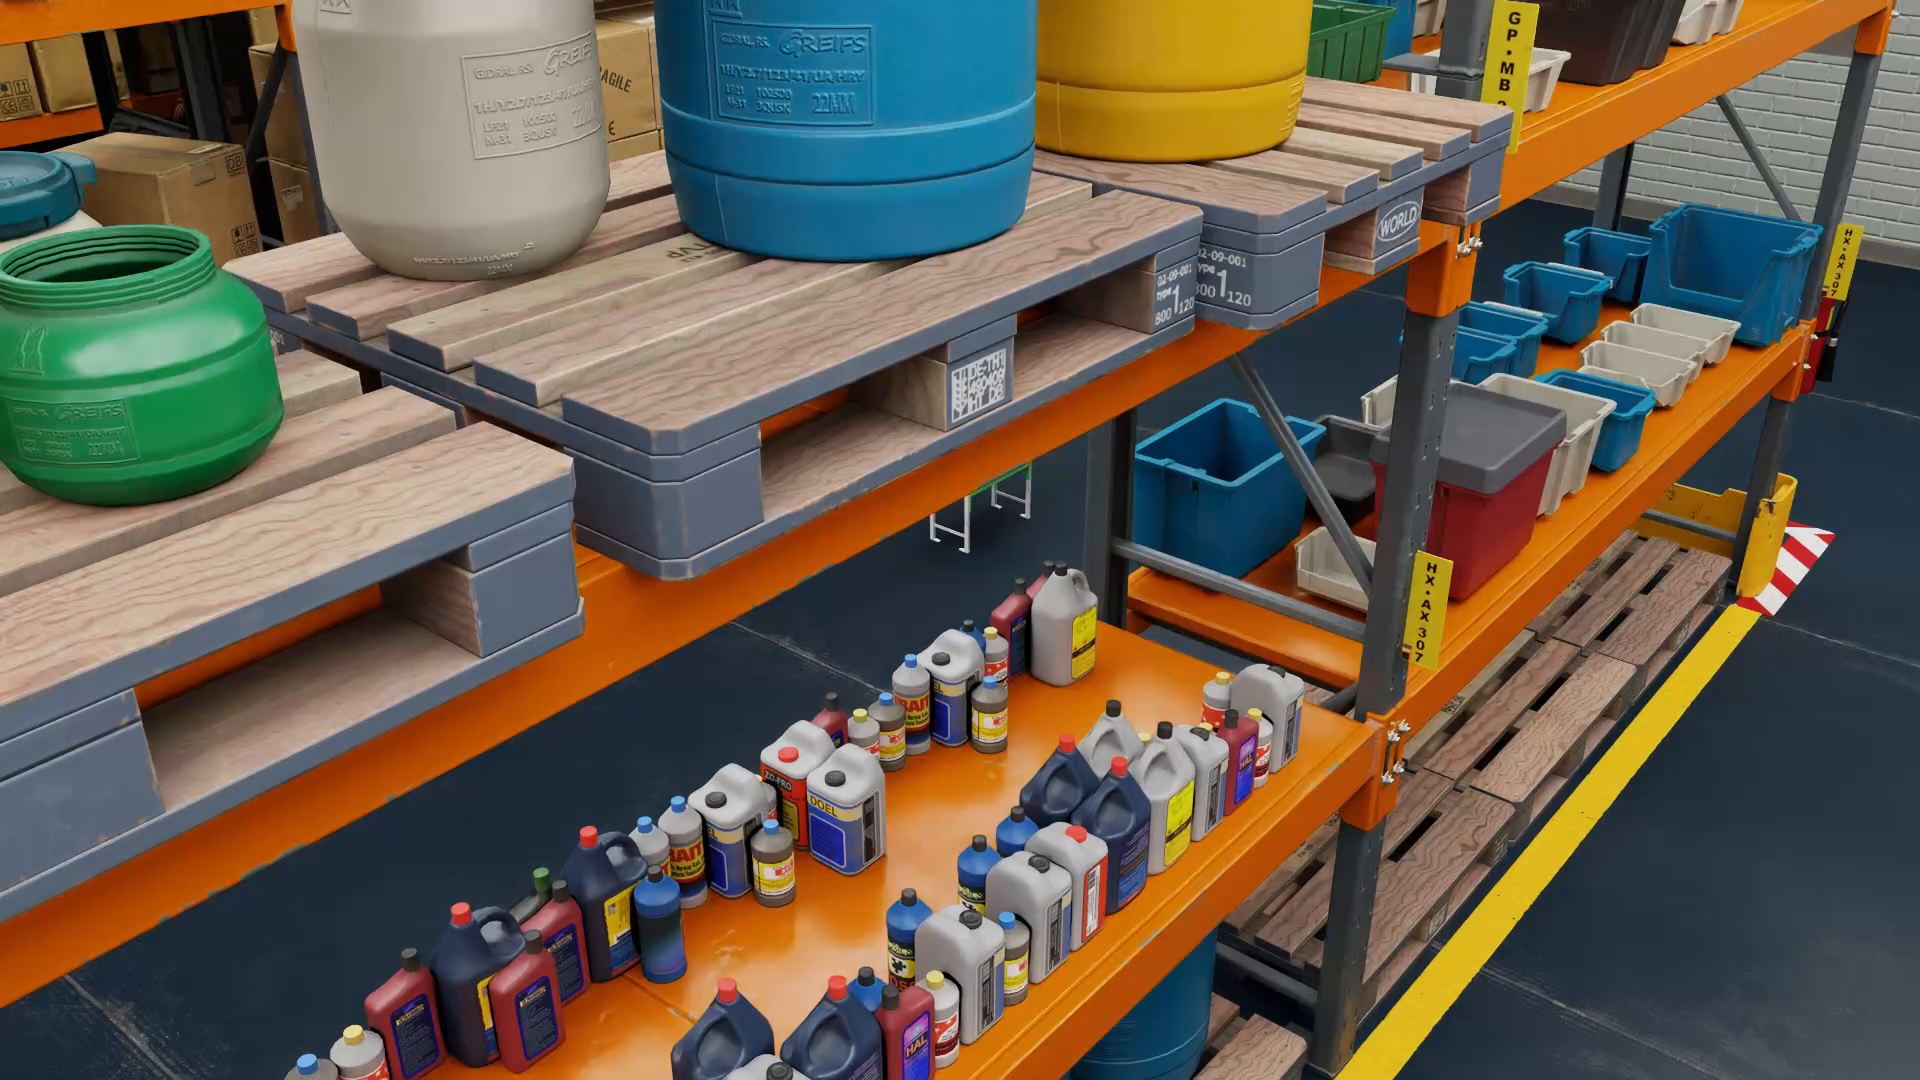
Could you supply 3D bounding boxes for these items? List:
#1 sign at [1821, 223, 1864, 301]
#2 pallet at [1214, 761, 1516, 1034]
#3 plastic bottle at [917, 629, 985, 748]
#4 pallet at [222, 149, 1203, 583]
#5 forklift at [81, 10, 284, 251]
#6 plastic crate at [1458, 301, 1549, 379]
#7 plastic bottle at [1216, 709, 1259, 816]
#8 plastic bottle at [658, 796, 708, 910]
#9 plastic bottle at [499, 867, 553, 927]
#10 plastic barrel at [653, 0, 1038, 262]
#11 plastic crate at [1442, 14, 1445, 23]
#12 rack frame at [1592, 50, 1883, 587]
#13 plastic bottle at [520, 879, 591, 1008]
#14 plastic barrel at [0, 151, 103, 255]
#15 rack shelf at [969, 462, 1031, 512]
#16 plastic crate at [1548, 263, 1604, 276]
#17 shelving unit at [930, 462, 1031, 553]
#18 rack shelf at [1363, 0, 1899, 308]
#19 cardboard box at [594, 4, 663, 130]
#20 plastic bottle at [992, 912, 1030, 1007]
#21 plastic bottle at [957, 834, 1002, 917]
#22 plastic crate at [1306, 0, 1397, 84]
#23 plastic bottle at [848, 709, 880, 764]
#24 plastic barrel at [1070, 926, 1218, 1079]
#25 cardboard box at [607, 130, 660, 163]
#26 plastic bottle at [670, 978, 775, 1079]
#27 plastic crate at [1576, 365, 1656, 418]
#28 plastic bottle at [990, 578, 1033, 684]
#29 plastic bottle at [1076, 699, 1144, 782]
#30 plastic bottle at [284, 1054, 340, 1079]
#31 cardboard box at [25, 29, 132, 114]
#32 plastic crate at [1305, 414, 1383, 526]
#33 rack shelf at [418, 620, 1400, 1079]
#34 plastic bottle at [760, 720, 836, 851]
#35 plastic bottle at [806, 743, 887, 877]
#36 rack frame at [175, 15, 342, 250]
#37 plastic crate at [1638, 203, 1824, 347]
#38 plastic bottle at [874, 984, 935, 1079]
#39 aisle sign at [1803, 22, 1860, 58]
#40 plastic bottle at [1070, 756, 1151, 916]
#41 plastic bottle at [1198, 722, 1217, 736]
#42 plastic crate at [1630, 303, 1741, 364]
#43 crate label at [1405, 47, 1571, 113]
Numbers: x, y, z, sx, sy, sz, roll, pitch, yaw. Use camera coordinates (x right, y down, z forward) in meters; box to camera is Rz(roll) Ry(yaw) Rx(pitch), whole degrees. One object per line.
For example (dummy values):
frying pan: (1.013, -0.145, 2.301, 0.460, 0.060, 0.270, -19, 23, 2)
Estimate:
sign: (3.769, -1.189, 7.105, 0.100, 0.325, 0.005, 21, 34, 34)
pallet: (1.228, 1.114, 5.868, 1.003, 0.211, 1.213, 21, 34, 34)
plastic bottle: (-0.031, 0.385, 4.377, 0.152, 0.276, 0.135, 21, 34, 34)
pallet: (-0.352, -0.392, 2.684, 1.003, 0.211, 1.213, 21, 34, 34)
forklift: (-4.648, -2.109, 9.136, 1.130, 2.935, 3.031, 21, 34, 35)
plastic crate: (2.086, -0.765, 6.582, 0.416, 0.233, 0.300, 21, 34, 34)
plastic bottle: (0.677, 0.529, 4.091, 0.061, 0.283, 0.133, 21, 34, 34)
plastic bottle: (-0.629, 0.701, 3.771, 0.097, 0.271, 0.097, 0, 27, 0)
plastic bottle: (-0.896, 0.831, 3.506, 0.061, 0.283, 0.133, 21, 34, 34)
plastic barrel: (-0.177, -0.944, 2.544, 0.600, 0.901, 0.708, 21, 34, 34)
plastic crate: (1.687, -1.855, 5.436, 0.437, 0.282, 0.530, 21, 34, 34)
rack frame: (3.335, -1.271, 7.442, 1.000, 3.000, 0.127, 21, 34, 34)
plastic bottle: (-0.849, 0.849, 3.472, 0.061, 0.283, 0.133, 21, 34, 34)
plastic barrel: (-1.185, -0.315, 2.023, 0.301, 0.262, 0.301, 0, 27, 0)
rack shelf: (0.105, -0.322, 8.227, 0.258, 0.148, 0.480, 21, 34, 34)
plastic crate: (2.656, -1.100, 7.333, 0.250, 0.136, 0.298, 21, 34, 34)
shelving unit: (0.105, -0.592, 8.088, 0.258, 1.200, 0.503, 21, 34, 34)
rack shelf: (2.063, -1.575, 5.548, 1.077, 0.370, 4.000, 21, 34, 34)
cardboard box: (-1.530, -2.424, 8.474, 0.500, 0.500, 0.500, 22, 35, 36)
plastic bottle: (0.098, 0.875, 3.511, 0.097, 0.201, 0.097, 0, 27, 0)
plastic bottle: (0.042, 0.765, 3.647, 0.097, 0.271, 0.097, 0, 27, 0)
plastic crate: (0.827, -1.330, 4.522, 0.450, 0.188, 0.662, 21, 34, 34)
plastic bottle: (-0.249, 0.520, 4.196, 0.097, 0.201, 0.097, 0, 27, 0)
plastic barrel: (0.431, 1.081, 4.723, 0.600, 0.901, 0.708, 21, 34, 34)
cardboard box: (-1.852, -1.807, 8.369, 0.500, 0.500, 0.500, 21, 34, 34)
plastic bottle: (-0.445, 0.984, 3.136, 0.144, 0.351, 0.185, 21, 34, 34)
plastic crate: (2.428, -0.524, 6.220, 0.298, 0.136, 0.250, 21, 34, 34)
plastic bottle: (0.143, 0.252, 4.626, 0.061, 0.283, 0.133, 21, 34, 34)
plastic bottle: (0.347, 0.548, 3.979, 0.144, 0.351, 0.185, 21, 34, 34)
plastic bottle: (-1.220, 1.061, 3.151, 0.097, 0.201, 0.097, 0, 27, 0)
cardboard box: (-6.028, -3.326, 11.089, 0.980, 0.700, 0.700, 20, 33, 33)
plastic crate: (1.295, -0.233, 5.669, 0.437, 0.125, 0.590, 21, 34, 34)
rack shelf: (-0.482, 1.176, 3.496, 1.077, 0.370, 4.000, 21, 34, 34)
plastic bottle: (-0.387, 0.583, 3.993, 0.152, 0.276, 0.135, 21, 34, 34)
plastic bottle: (-0.270, 0.628, 3.907, 0.152, 0.276, 0.135, 21, 34, 34)
rack frame: (-3.029, -1.302, 7.502, 1.000, 3.000, 0.127, 21, 34, 34)
plastic crate: (3.266, -1.140, 7.086, 0.616, 0.435, 0.499, 21, 34, 34)
plastic bottle: (-0.109, 0.967, 3.244, 0.061, 0.283, 0.133, 21, 34, 34)
aisle sign: (3.607, -2.366, 6.729, 0.394, 0.787, 0.004, 21, 34, 34)
plastic bottle: (0.341, 0.656, 3.771, 0.144, 0.351, 0.185, 21, 34, 34)
plastic bottle: (0.605, 0.548, 4.142, 0.097, 0.201, 0.097, 0, 27, 0)
plastic crate: (2.956, -0.839, 6.828, 0.396, 0.136, 0.243, 21, 34, 34)
crate label: (1.325, -1.157, 4.244, 0.293, 0.136, 0.466, 21, 34, 34)
